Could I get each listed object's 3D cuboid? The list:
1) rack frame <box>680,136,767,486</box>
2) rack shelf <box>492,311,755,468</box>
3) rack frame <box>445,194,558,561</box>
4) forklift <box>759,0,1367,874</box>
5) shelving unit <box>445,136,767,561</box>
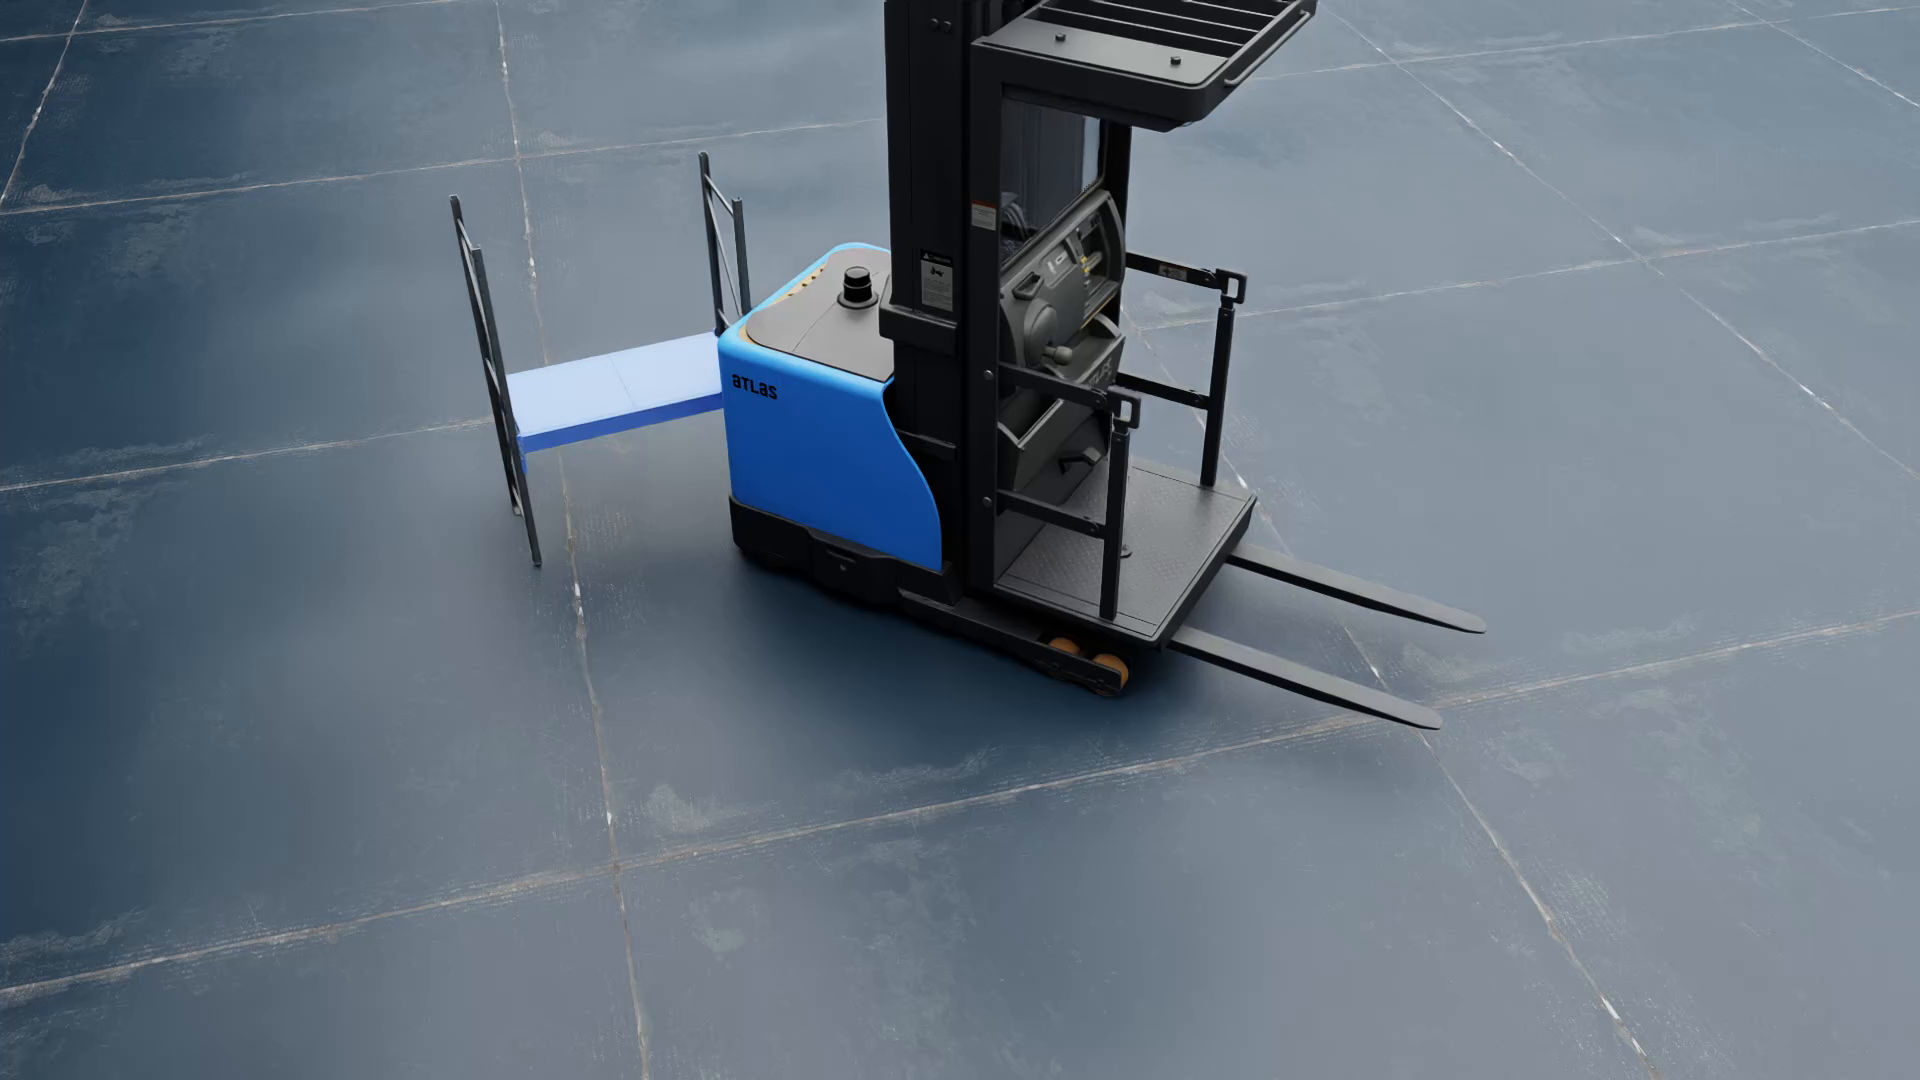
[{"bbox_3d":[-1.029,-0.976,7.291,0.032,1.500,0.500,-22,42,-26],"label":"rack frame"},{"bbox_3d":[-1.454,-0.664,7.179,1.000,0.185,0.538,-22,42,-26],"label":"rack shelf"},{"bbox_3d":[-1.880,-0.637,6.849,0.032,1.500,0.500,-22,42,-26],"label":"rack frame"},{"bbox_3d":[0.339,-0.786,5.865,1.130,2.935,3.031,-20,42,-24],"label":"forklift"},{"bbox_3d":[-1.454,-0.806,7.070,1.048,1.500,0.538,-22,42,-26],"label":"shelving unit"}]
